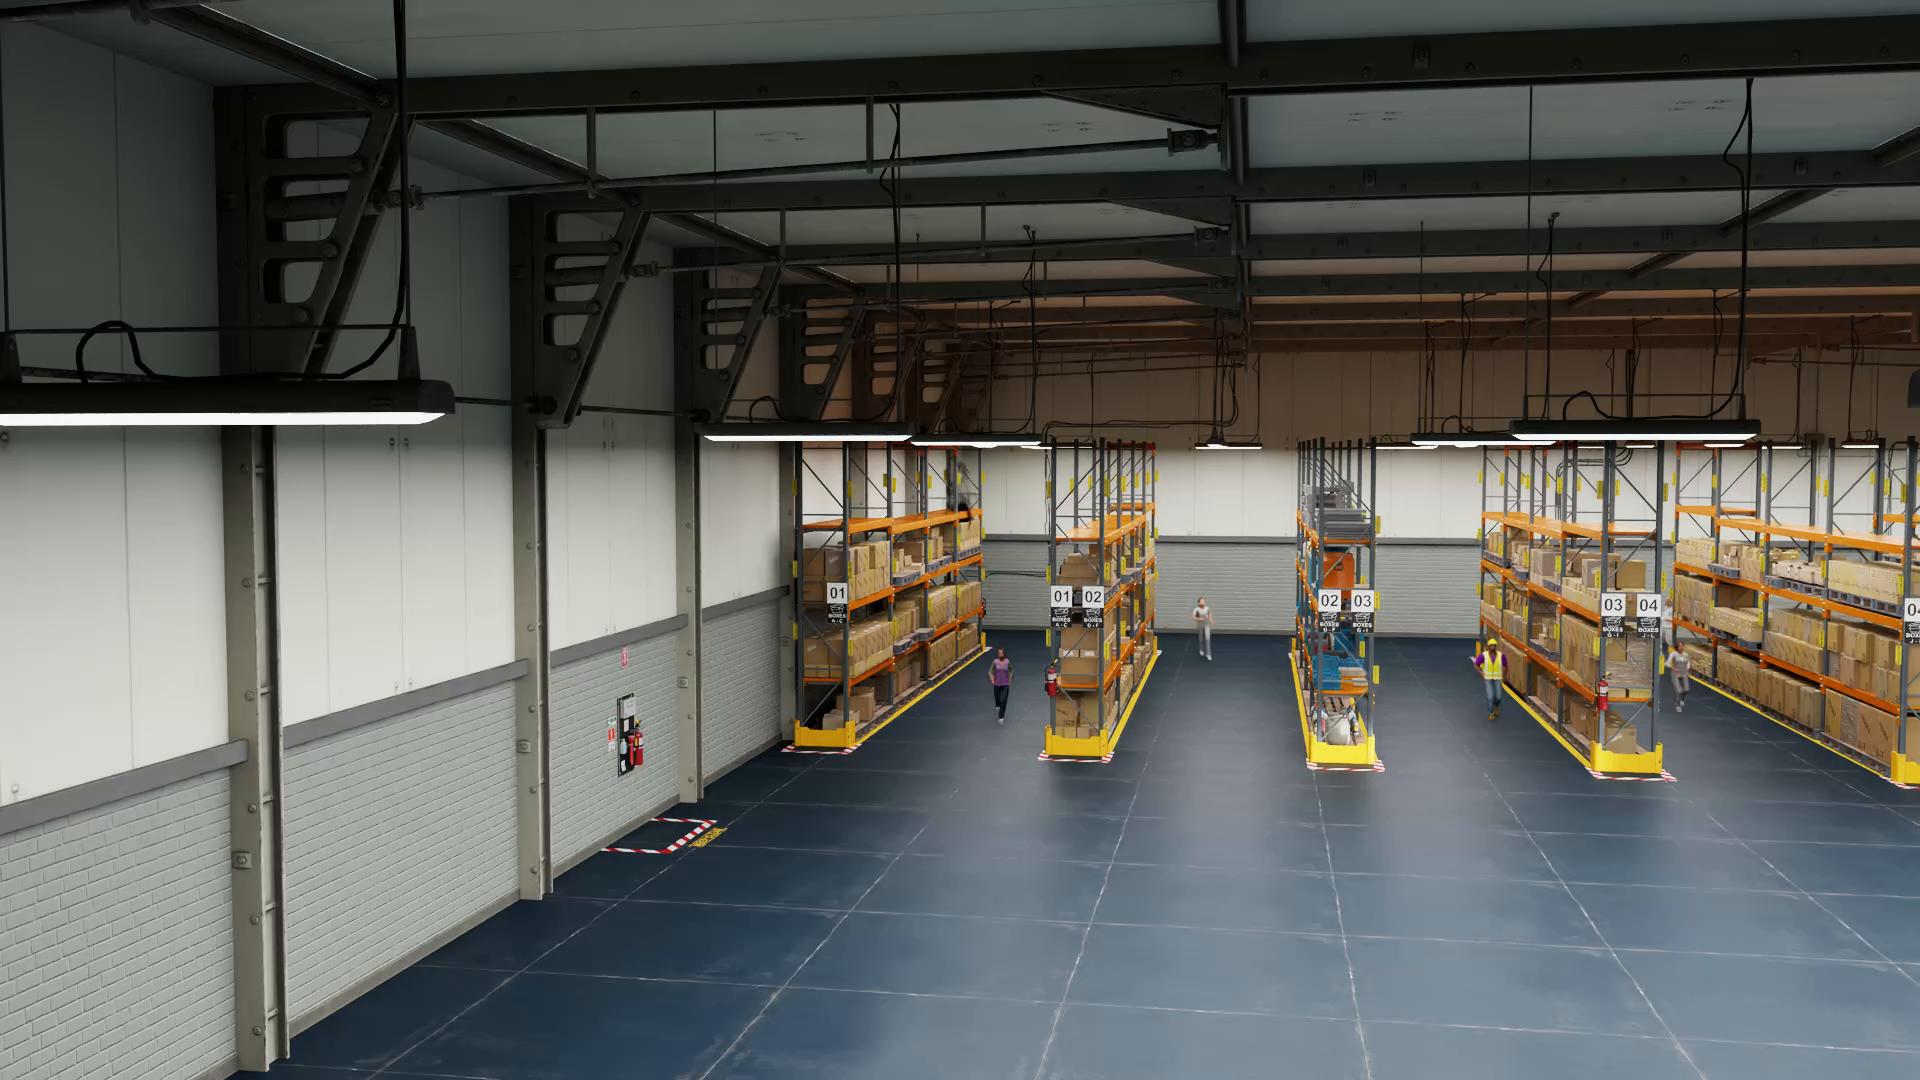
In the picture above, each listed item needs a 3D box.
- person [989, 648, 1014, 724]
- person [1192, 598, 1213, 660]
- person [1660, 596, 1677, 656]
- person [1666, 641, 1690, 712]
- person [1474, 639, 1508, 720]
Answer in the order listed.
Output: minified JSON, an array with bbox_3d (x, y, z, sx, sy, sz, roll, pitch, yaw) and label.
[{"bbox_3d":[0.879,3.088,35.286,0.542,1.560,0.694,0,3,0],"label":"person"},{"bbox_3d":[6.719,2.438,46.065,0.586,1.680,0.959,0,3,-2],"label":"person"},{"bbox_3d":[19.378,2.432,45.498,0.701,1.818,0.645,0,3,-8],"label":"person"},{"bbox_3d":[15.805,3.014,36.524,0.540,1.539,0.520,0,3,5],"label":"person"},{"bbox_3d":[11.348,2.977,35.522,0.706,1.728,0.575,1,3,11],"label":"person"}]
